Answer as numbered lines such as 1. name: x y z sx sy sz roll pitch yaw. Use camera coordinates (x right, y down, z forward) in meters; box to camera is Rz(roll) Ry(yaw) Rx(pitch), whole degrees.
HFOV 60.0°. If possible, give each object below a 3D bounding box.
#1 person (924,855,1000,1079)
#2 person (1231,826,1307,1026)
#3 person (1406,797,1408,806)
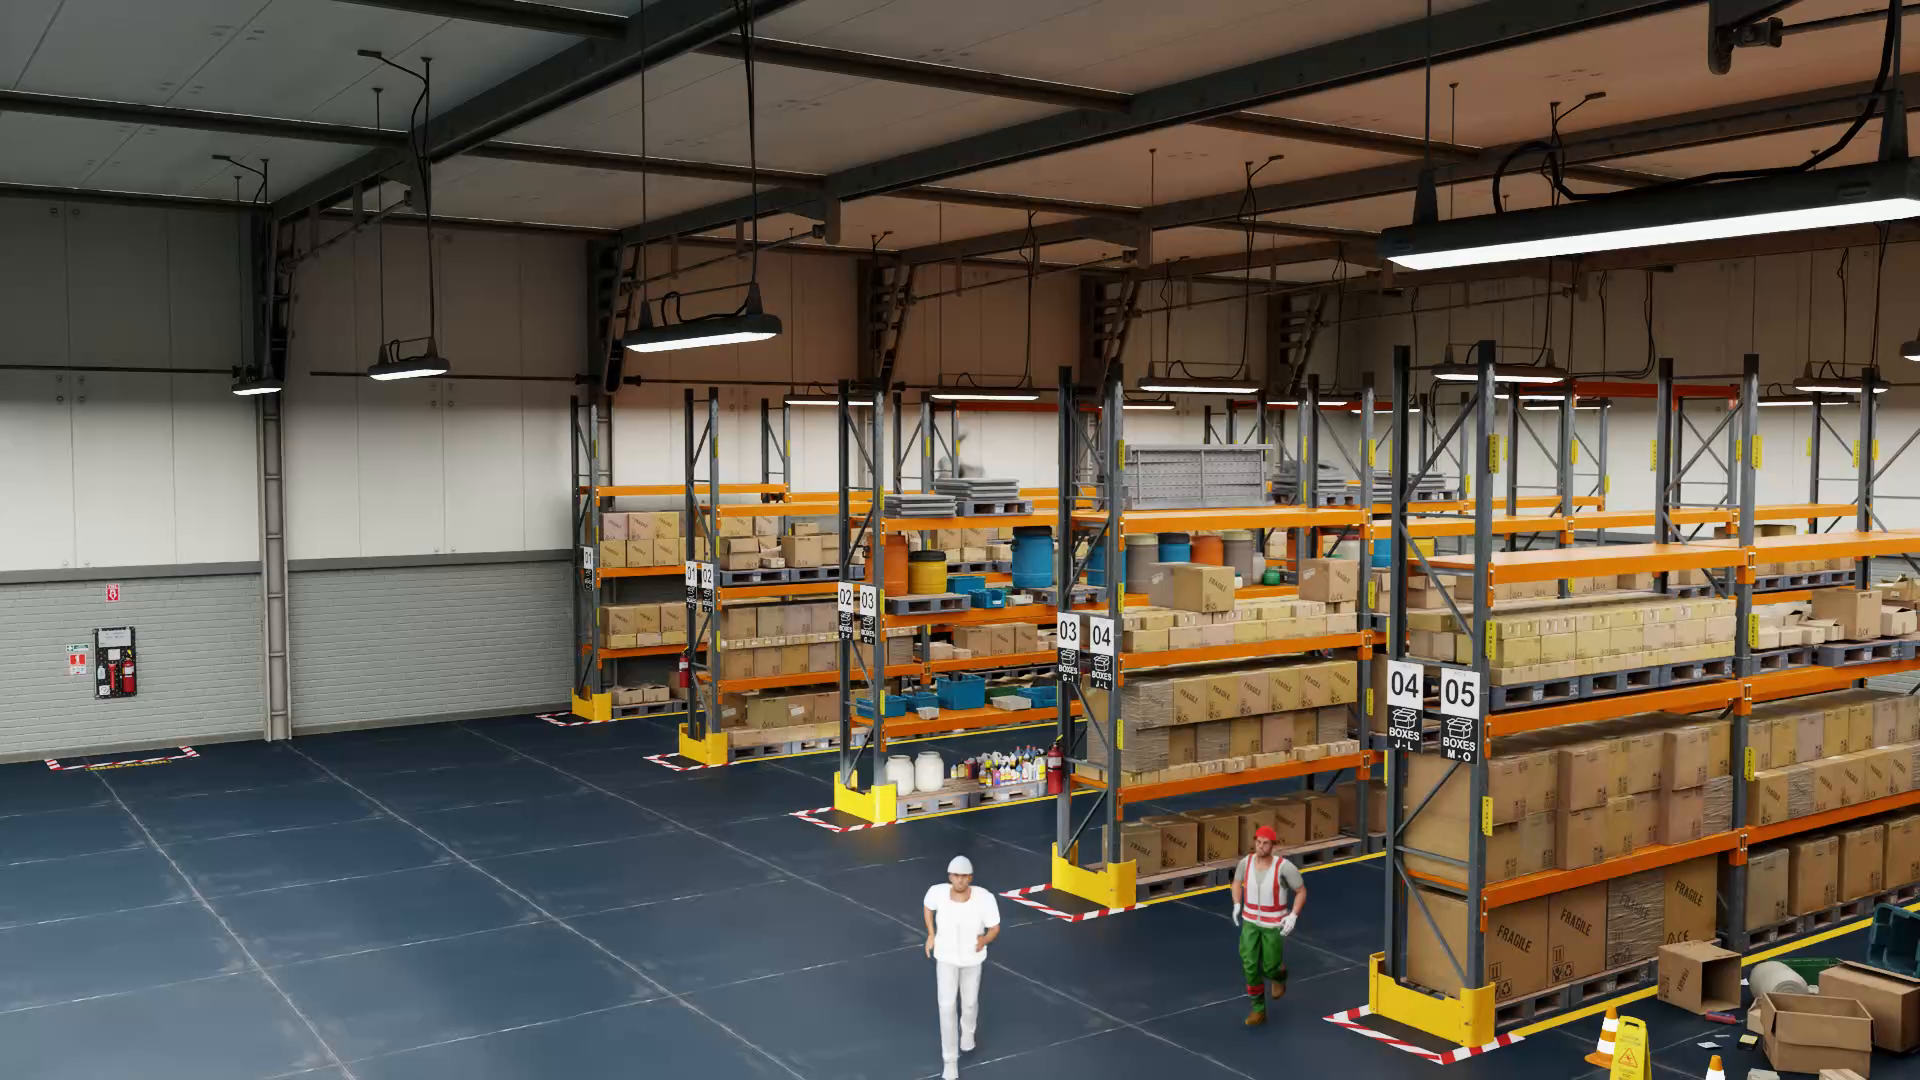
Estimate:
1. person: 0.016 3.468 13.685 0.619 1.808 0.906 0 3 -2
2. person: 2.756 3.402 14.868 0.687 1.749 0.662 2 4 29
3. person: 5.114 3.207 17.983 0.639 1.743 0.723 -3 5 -42
